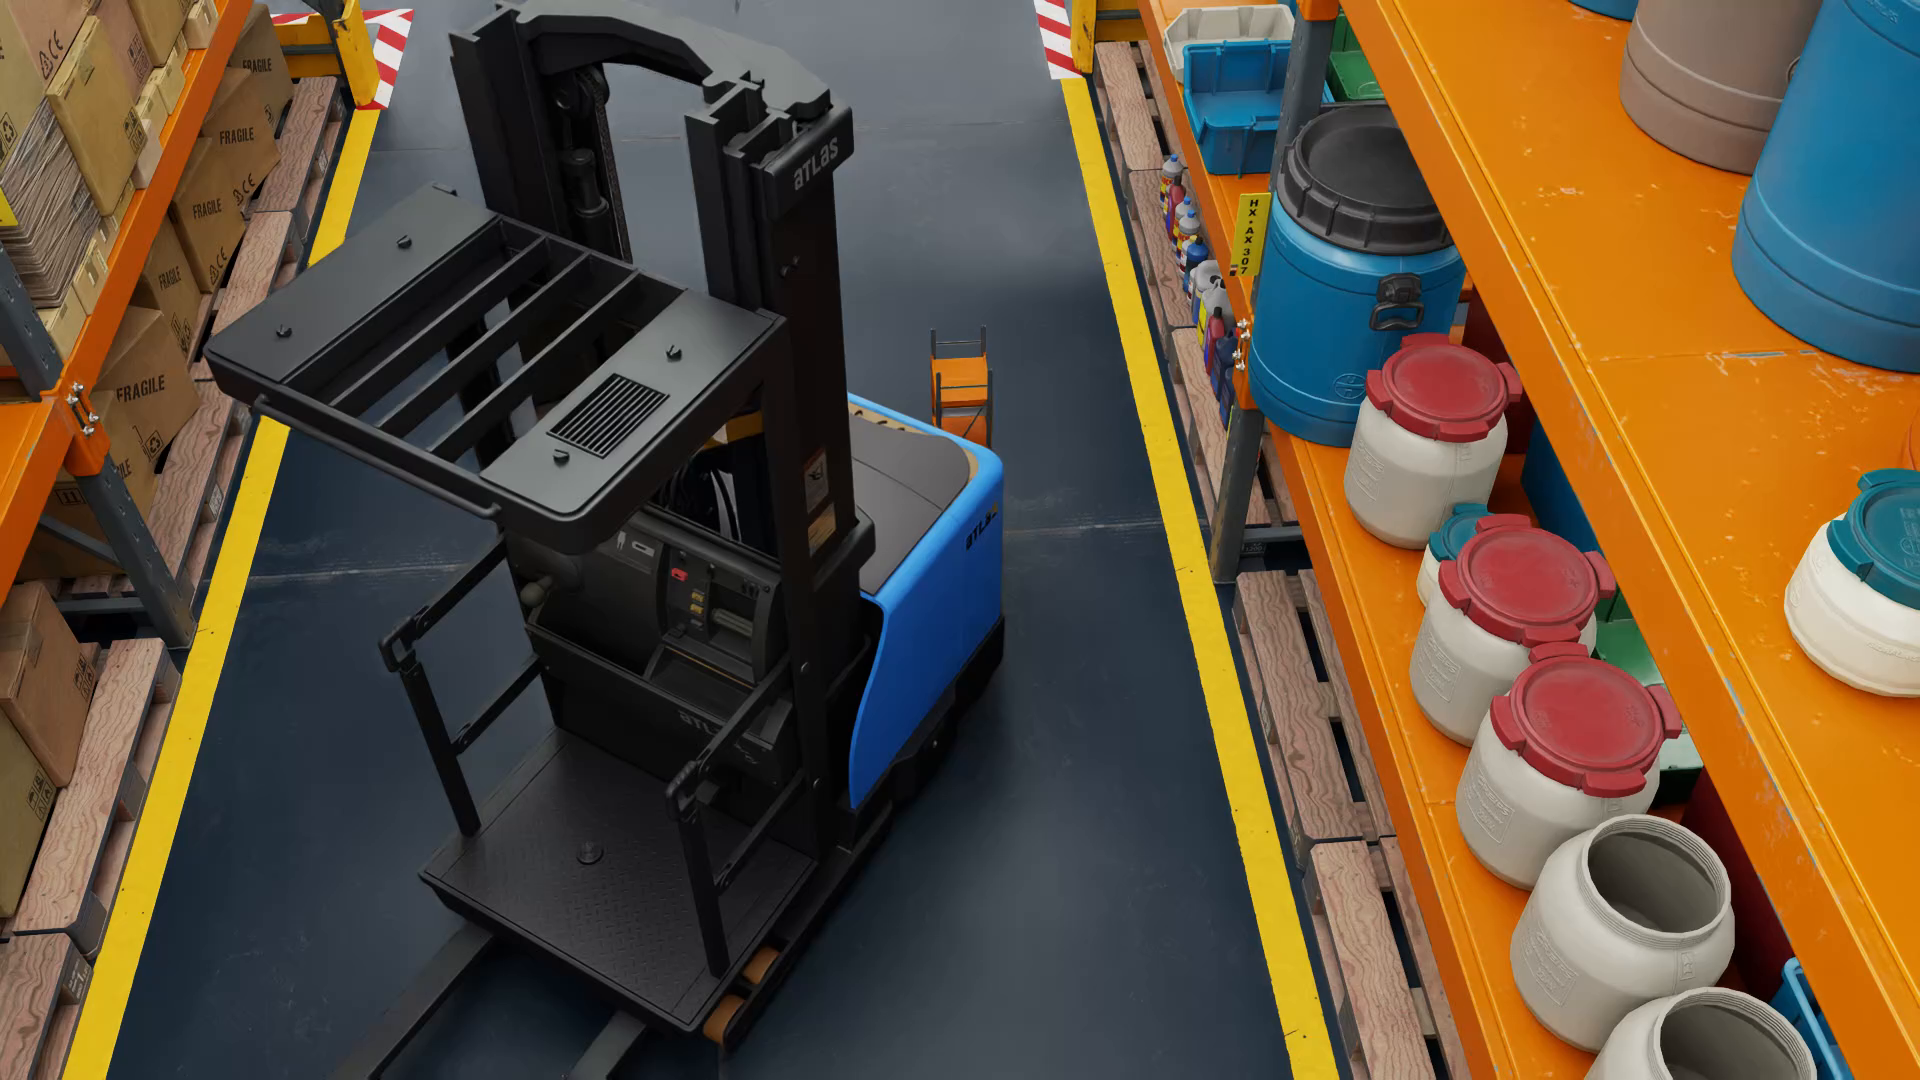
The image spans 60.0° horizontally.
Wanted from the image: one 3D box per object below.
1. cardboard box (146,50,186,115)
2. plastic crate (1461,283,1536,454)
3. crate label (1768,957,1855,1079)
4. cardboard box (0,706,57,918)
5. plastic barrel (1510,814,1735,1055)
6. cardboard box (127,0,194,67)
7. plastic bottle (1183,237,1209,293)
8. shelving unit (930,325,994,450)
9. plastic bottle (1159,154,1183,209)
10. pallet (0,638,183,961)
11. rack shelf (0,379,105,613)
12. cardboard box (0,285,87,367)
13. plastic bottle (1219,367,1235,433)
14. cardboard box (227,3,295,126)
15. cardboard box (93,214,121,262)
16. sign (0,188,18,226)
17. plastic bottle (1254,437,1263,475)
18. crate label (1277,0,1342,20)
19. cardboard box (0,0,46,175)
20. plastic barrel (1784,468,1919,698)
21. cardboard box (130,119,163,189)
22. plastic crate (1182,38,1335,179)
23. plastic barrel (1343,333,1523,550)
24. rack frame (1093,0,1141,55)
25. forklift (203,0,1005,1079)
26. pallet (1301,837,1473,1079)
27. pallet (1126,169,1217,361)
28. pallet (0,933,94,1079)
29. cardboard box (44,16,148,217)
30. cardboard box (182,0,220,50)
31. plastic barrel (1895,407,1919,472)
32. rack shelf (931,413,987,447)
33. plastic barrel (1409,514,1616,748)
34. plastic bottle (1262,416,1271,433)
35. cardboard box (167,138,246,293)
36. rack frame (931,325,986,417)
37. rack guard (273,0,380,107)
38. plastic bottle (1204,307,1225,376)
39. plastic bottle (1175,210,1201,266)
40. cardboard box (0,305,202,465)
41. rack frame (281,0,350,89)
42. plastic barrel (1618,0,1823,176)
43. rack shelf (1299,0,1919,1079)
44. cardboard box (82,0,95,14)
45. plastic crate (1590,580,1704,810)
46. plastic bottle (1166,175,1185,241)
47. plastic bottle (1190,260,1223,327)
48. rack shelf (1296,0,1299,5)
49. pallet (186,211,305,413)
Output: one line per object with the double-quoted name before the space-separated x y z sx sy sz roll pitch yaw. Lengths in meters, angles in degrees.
"cardboard box" -3.297 -1.796 6.558 0.380 0.149 0.250 -3 47 -3
"plastic crate" 1.841 -0.616 5.223 0.402 0.464 0.583 -3 47 -3
"crate label" 2.017 1.221 3.503 0.502 0.435 0.616 -3 47 -3
"cardboard box" -3.389 0.876 5.273 0.700 0.500 0.500 -4 47 -4
"plastic barrel" 1.496 0.894 3.760 0.421 0.512 0.421 0 47 0
"cardboard box" -3.566 -2.174 6.469 0.875 0.500 0.500 -3 47 -3
"plastic bottle" 1.056 -1.235 7.430 0.097 0.271 0.097 0 47 0
"shelving unit" 0.004 -0.322 6.332 0.215 1.050 0.252 -3 47 -3
"plastic bottle" 1.002 -1.702 7.872 0.097 0.271 0.097 0 47 0
"pallet" -3.373 0.898 5.754 1.003 0.211 1.213 -3 47 -3
"rack shelf" -3.272 1.070 4.166 1.077 0.370 4.000 -3 47 -3
"cardboard box" -3.158 -0.712 5.531 0.380 0.149 0.250 -3 47 -3
"plastic bottle" 1.155 -0.614 6.787 0.144 0.351 0.185 -5 47 -4
"cardboard box" -3.739 -2.350 8.342 0.500 0.500 0.500 4 47 4
"cardboard box" -3.215 -1.073 5.873 0.380 0.149 0.250 -3 47 -3
"sign" -2.887 -1.059 4.889 0.100 0.325 0.005 -3 47 -3
"plastic bottle" 1.155 -0.358 6.647 0.097 0.201 0.097 0 47 0
"crate label" 1.584 -2.516 7.043 0.502 0.435 0.616 -3 47 -3
"cardboard box" -3.224 -1.446 5.091 0.500 0.500 0.500 -3 47 -3
"plastic barrel" 1.492 0.079 2.639 0.301 0.262 0.301 0 47 0
"cardboard box" -3.225 -1.436 6.217 0.380 0.149 0.250 -3 47 -3
"plastic crate" 1.133 -1.658 6.357 0.499 0.251 0.616 -3 47 -3
"plastic barrel" 1.357 -0.267 4.843 0.433 0.535 0.433 0 47 0
"rack frame" 1.161 -3.819 8.301 1.000 3.000 0.127 -3 47 -3
"forklift" -1.017 0.191 4.550 1.130 2.935 3.031 23 51 20
"pallet" 1.705 1.484 5.199 1.003 0.211 1.213 -3 47 -3
"pallet" 1.376 -1.340 7.873 1.003 0.211 1.213 -3 47 -3
"pallet" -3.268 1.782 4.916 1.003 0.211 1.213 -3 47 -3
"cardboard box" -3.423 -1.454 5.788 0.875 0.500 0.500 -3 47 -3
"cardboard box" -3.315 -2.159 6.902 0.380 0.149 0.250 -3 47 -3
"plastic barrel" 1.923 -0.291 2.598 0.600 0.830 0.708 -3 47 -3
"rack shelf" 0.004 -0.315 6.340 0.215 0.259 0.240 -3 47 -3
"plastic barrel" 1.419 0.264 4.340 0.433 0.535 0.433 0 47 0
"plastic bottle" 1.298 -0.623 6.795 0.144 0.351 0.185 -3 47 -3
"cardboard box" -3.621 -1.466 7.505 0.500 0.500 0.500 0 47 0
"rack frame" -0.006 -0.411 6.416 0.200 1.050 0.008 -3 47 -3
"rack guard" -3.768 -2.604 8.872 1.175 0.500 0.348 -3 47 -3
"plastic bottle" 1.083 -0.845 7.052 0.061 0.283 0.133 -1 47 -1
"plastic bottle" 1.039 -1.381 7.568 0.097 0.271 0.097 0 47 0
"cardboard box" -3.489 -0.615 6.699 0.500 0.500 0.500 10 47 9
"rack frame" -3.775 -3.518 8.016 1.000 3.000 0.127 -3 47 -3
"plastic barrel" 1.809 -1.301 3.505 0.600 0.901 0.600 0 47 0
"rack shelf" 1.663 -0.262 3.362 1.077 0.370 4.000 -3 47 -3
"cardboard box" -3.309 -2.169 5.776 0.500 0.500 0.500 -3 47 -3
"plastic crate" 1.923 0.390 4.460 0.450 0.188 0.662 -3 47 -3
"plastic bottle" 1.003 -1.541 7.711 0.061 0.283 0.133 -3 47 -3
"plastic bottle" 1.102 -1.079 7.279 0.152 0.276 0.135 -3 47 -3
"rack shelf" 1.328 -3.156 6.103 1.077 0.370 4.000 -3 47 -3
"pallet" -3.637 -1.034 7.584 1.003 0.211 1.213 -3 47 -3
